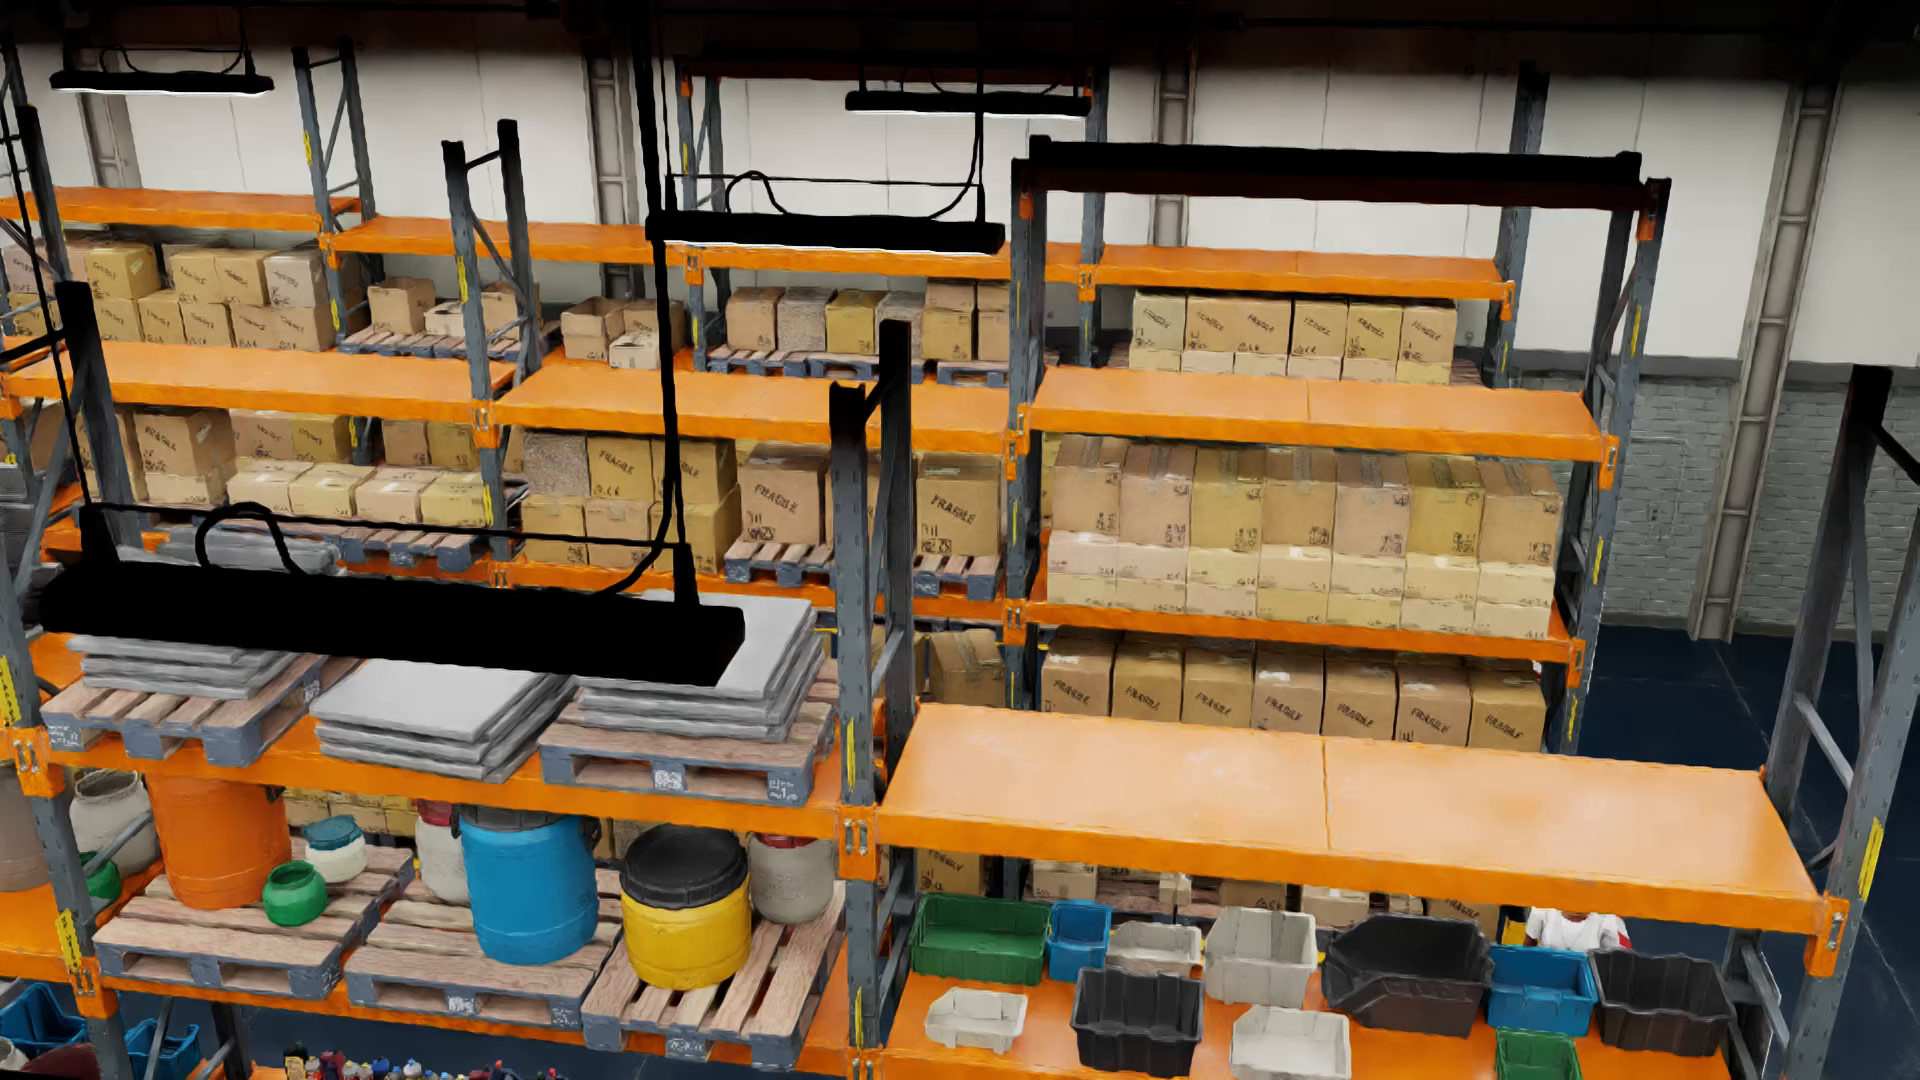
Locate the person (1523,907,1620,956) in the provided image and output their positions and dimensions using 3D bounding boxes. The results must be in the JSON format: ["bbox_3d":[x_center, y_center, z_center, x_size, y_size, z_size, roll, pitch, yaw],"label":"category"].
[{"bbox_3d":[4.065,2.950,11.117,0.646,1.767,0.417,12,26,26],"label":"person"}]
